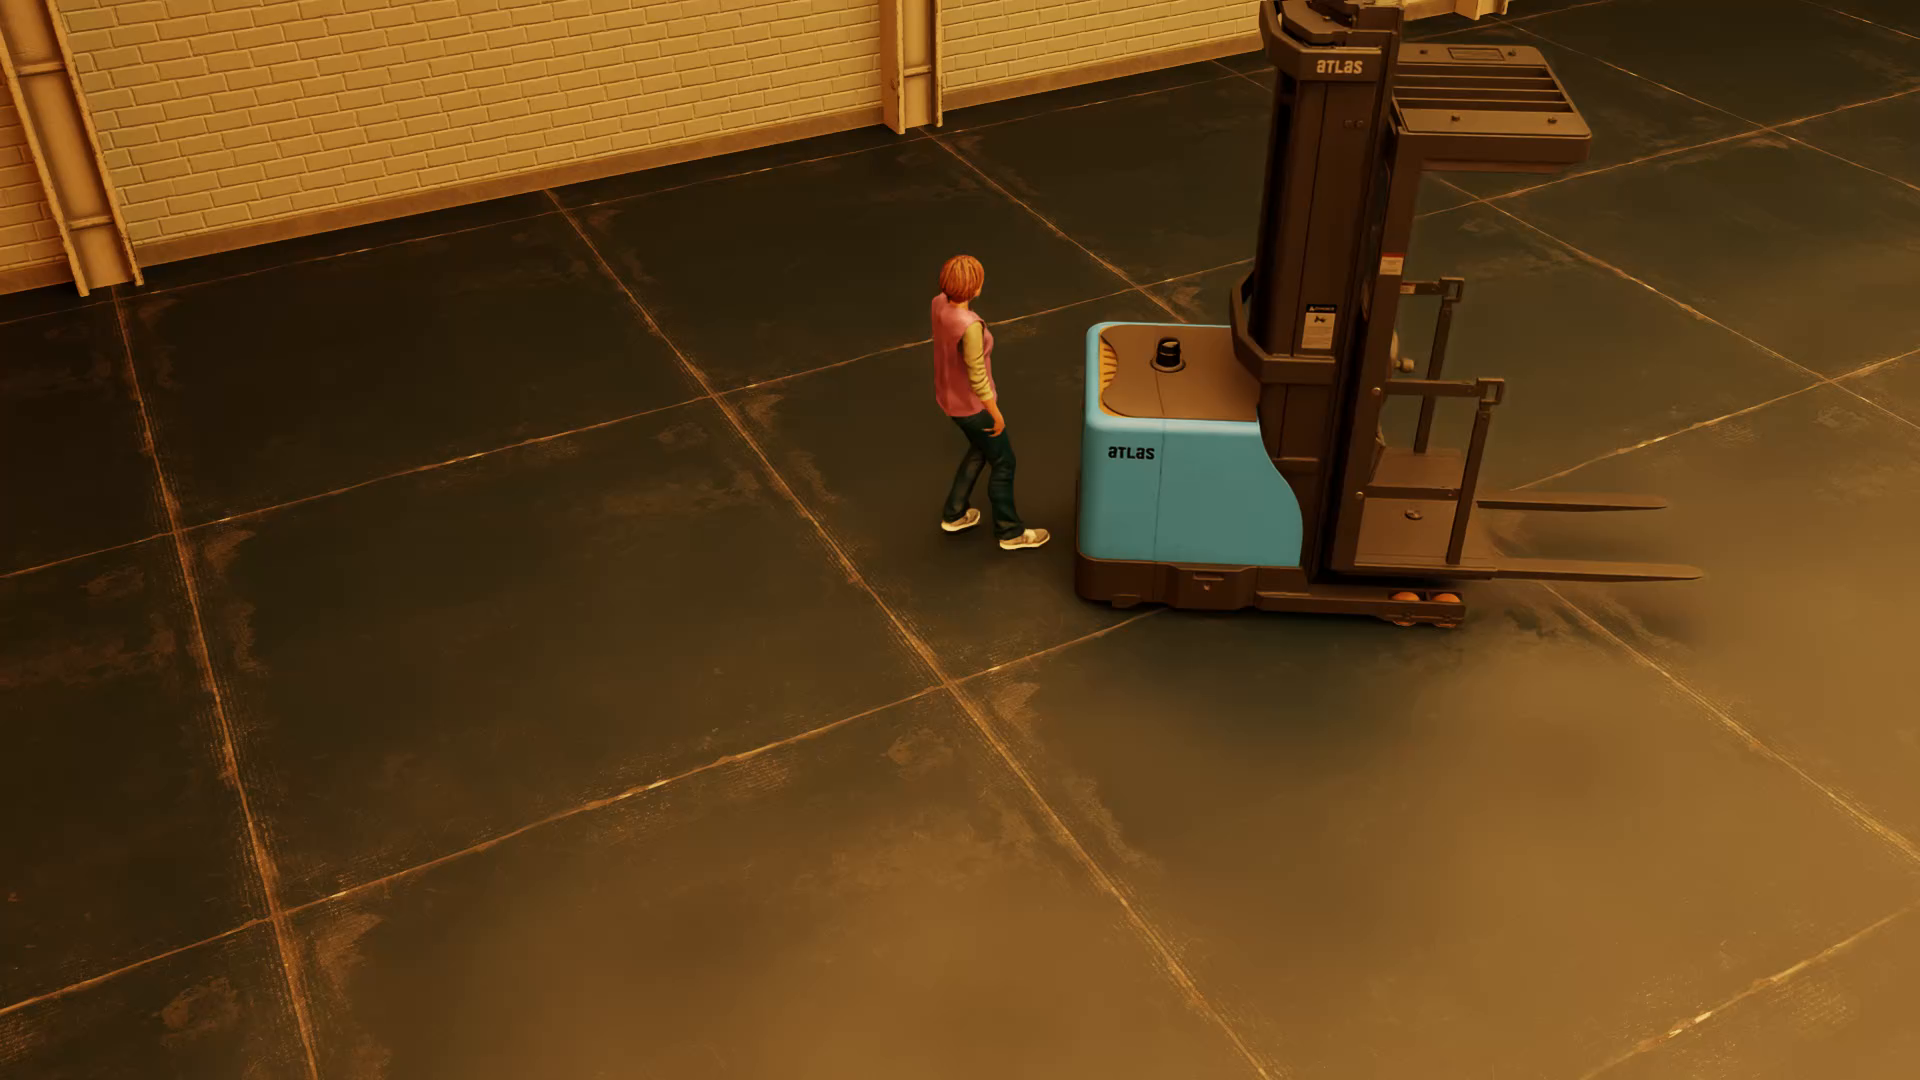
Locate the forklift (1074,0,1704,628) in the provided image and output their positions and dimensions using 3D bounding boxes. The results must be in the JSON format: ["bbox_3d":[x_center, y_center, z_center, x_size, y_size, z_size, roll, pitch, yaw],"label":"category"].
[{"bbox_3d":[2.104,-1.091,7.666,3.031,2.935,1.130,2,35,3],"label":"forklift"}]

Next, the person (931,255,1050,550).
[{"bbox_3d":[0.141,-0.713,8.328,0.520,1.573,0.573,-12,37,-16],"label":"person"}]
